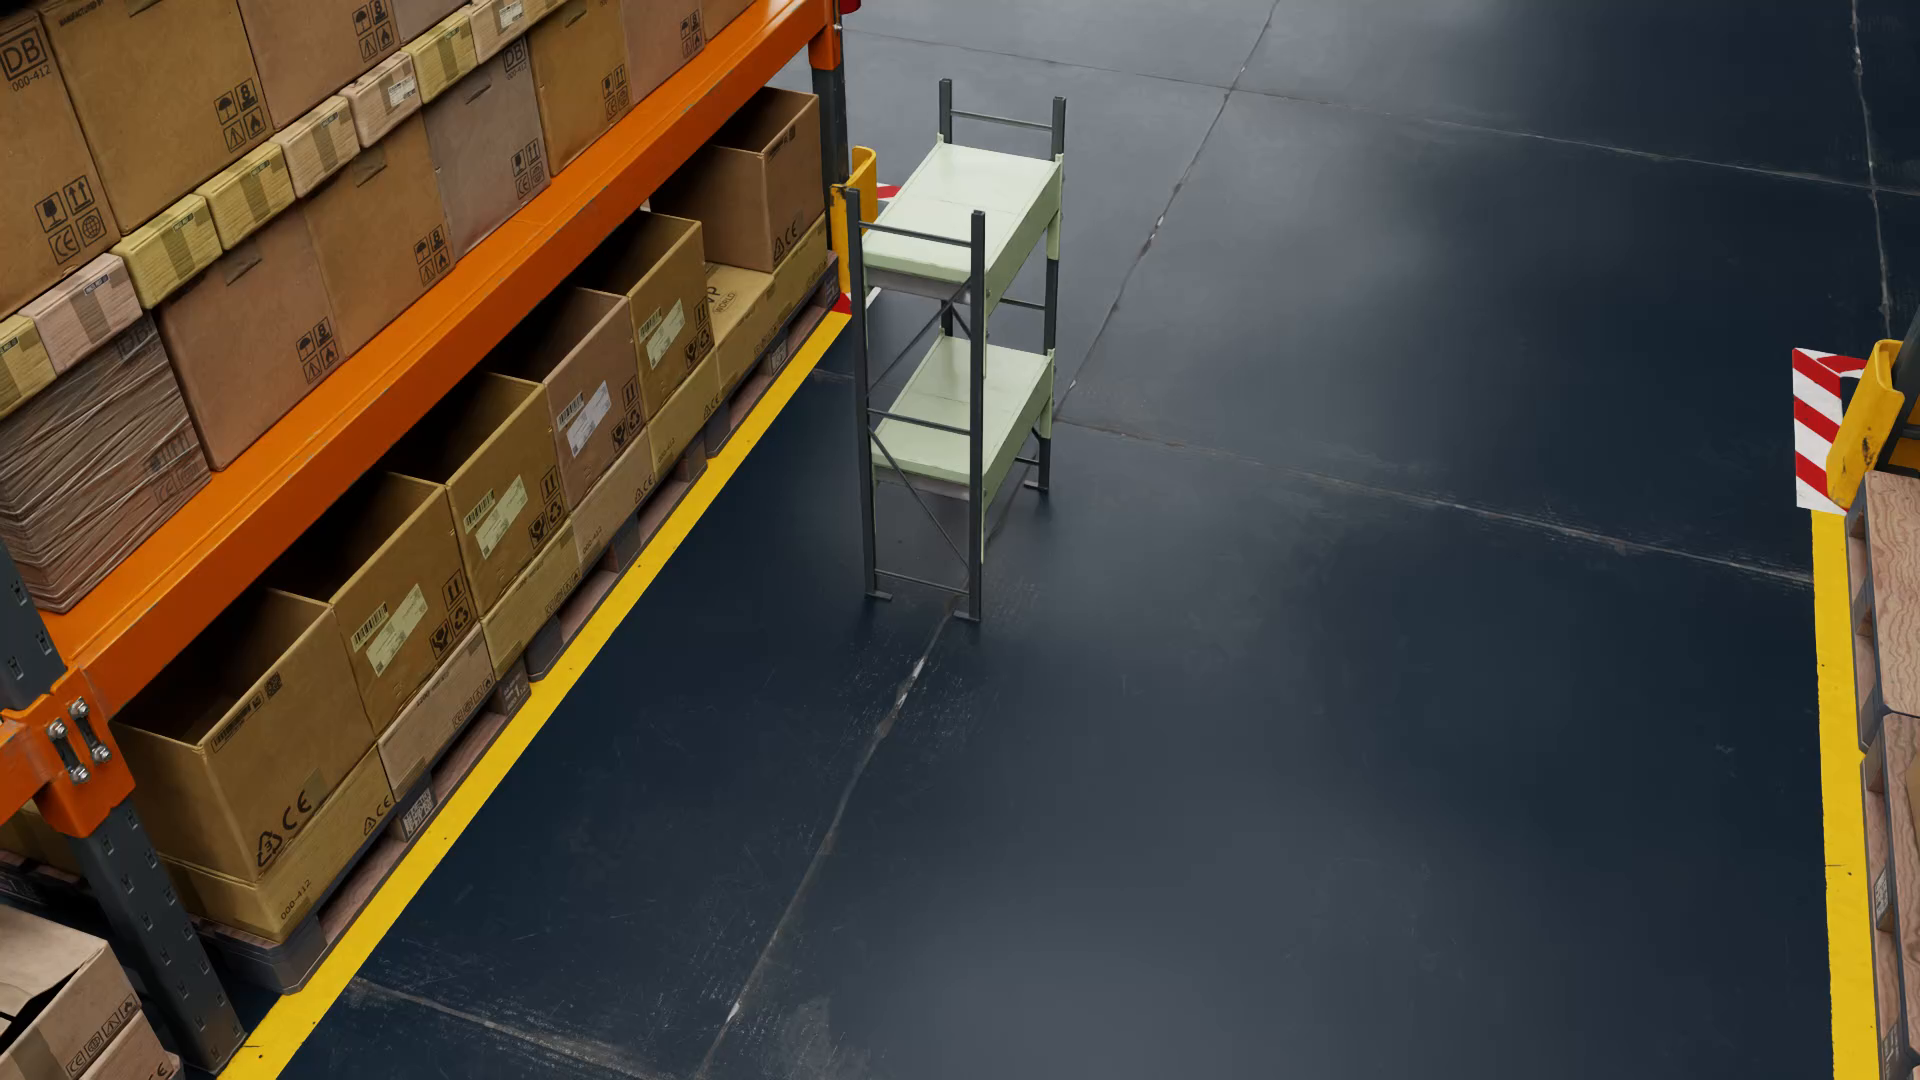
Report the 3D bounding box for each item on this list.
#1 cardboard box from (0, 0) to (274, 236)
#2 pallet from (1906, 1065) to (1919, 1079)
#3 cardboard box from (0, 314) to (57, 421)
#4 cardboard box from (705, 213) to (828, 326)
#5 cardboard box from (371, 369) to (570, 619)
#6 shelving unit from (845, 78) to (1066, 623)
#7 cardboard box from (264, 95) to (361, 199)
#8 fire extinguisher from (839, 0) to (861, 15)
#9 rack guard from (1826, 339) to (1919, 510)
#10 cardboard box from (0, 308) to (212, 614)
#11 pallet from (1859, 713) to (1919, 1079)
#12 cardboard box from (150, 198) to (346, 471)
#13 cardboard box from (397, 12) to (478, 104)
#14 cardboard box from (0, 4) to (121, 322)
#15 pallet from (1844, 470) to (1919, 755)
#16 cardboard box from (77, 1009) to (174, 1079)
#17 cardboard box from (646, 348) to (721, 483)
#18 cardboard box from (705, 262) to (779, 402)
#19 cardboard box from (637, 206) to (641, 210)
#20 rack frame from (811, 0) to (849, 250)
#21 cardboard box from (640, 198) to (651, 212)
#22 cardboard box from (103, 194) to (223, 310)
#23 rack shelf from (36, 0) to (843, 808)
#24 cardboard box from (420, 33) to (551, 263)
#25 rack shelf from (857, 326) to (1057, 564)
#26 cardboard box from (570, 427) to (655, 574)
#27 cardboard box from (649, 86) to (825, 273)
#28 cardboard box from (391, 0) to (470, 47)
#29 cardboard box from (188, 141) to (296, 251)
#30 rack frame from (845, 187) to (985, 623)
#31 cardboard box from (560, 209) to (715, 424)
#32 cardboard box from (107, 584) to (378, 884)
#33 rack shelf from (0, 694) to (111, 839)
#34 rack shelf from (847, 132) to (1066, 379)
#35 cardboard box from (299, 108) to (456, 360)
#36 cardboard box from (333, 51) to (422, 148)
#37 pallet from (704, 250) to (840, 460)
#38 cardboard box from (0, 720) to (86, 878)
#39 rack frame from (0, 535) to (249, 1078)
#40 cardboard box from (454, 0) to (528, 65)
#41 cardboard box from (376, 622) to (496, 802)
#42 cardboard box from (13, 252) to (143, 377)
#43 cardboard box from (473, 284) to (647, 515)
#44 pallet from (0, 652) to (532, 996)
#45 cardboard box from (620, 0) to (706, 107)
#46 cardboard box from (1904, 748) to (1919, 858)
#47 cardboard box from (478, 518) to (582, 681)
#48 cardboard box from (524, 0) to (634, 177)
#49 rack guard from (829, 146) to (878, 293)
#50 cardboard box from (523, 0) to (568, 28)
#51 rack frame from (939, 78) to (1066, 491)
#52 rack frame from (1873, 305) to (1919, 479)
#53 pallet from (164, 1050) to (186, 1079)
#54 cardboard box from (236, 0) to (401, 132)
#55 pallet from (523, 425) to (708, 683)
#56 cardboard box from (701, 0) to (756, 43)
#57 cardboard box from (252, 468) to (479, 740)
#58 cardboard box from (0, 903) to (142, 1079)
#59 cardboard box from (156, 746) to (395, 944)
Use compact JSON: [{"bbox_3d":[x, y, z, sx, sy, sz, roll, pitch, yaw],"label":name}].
[{"bbox_3d":[-1.994,-1.054,3.598,0.700,0.500,0.500,13,42,15],"label":"cardboard box"},{"bbox_3d":[2.541,1.799,3.479,1.003,0.211,1.213,13,42,15],"label":"pallet"},{"bbox_3d":[-2.038,-0.348,3.270,0.380,0.149,0.250,13,42,15],"label":"cardboard box"},{"bbox_3d":[-0.850,-1.103,6.526,0.500,0.250,0.500,13,42,15],"label":"cardboard box"},{"bbox_3d":[-1.517,-0.164,4.849,0.500,0.500,0.500,13,42,15],"label":"cardboard box"},{"bbox_3d":[0.002,-0.575,5.268,0.431,1.500,0.755,13,42,15],"label":"shelving unit"},{"bbox_3d":[-1.689,-0.971,4.000,0.380,0.149,0.250,12,42,14],"label":"cardboard box"},{"bbox_3d":[-0.467,-2.321,6.219,0.296,0.674,0.183,13,42,15],"label":"fire extinguisher"},{"bbox_3d":[3.687,-0.287,5.701,1.175,0.500,0.348,13,42,15],"label":"rack guard"},{"bbox_3d":[-2.166,-0.252,3.657,0.700,0.500,0.500,12,42,14],"label":"cardboard box"},{"bbox_3d":[2.957,1.052,4.354,1.003,0.211,1.213,13,42,15],"label":"pallet"},{"bbox_3d":[-1.992,-0.575,4.036,0.700,0.500,0.500,13,42,15],"label":"cardboard box"},{"bbox_3d":[-1.511,-1.293,4.378,0.380,0.149,0.250,13,42,15],"label":"cardboard box"},{"bbox_3d":[-2.166,-0.745,3.236,0.700,0.500,0.500,13,42,15],"label":"cardboard box"},{"bbox_3d":[3.376,0.310,5.223,1.003,0.211,1.213,13,42,15],"label":"pallet"},{"bbox_3d":[-2.181,1.262,3.755,0.500,0.250,0.500,13,42,15],"label":"cardboard box"},{"bbox_3d":[-1.179,-0.490,5.808,0.500,0.250,0.500,13,42,15],"label":"cardboard box"},{"bbox_3d":[-1.009,-0.795,6.166,0.500,0.250,0.500,13,42,15],"label":"cardboard box"},{"bbox_3d":[-1.505,-1.197,6.060,0.500,0.500,0.500,13,42,15],"label":"cardboard box"},{"bbox_3d":[-0.944,-2.382,6.230,1.000,3.000,0.127,13,42,15],"label":"rack frame"},{"bbox_3d":[-1.336,-1.218,6.661,0.500,0.250,0.500,13,42,15],"label":"cardboard box"},{"bbox_3d":[-1.865,-0.659,3.634,0.380,0.149,0.250,12,42,14],"label":"cardboard box"},{"bbox_3d":[-1.628,-0.888,5.034,1.077,0.370,4.000,13,42,15],"label":"rack shelf"},{"bbox_3d":[-1.642,-1.193,4.760,0.700,0.500,0.500,15,43,16],"label":"cardboard box"},{"bbox_3d":[0.002,-0.327,5.480,0.431,0.370,0.720,13,42,15],"label":"rack shelf"},{"bbox_3d":[-1.351,-0.185,5.451,0.500,0.250,0.500,13,42,15],"label":"cardboard box"},{"bbox_3d":[-0.848,-1.387,6.282,0.500,0.500,0.500,13,42,15],"label":"cardboard box"},{"bbox_3d":[-1.651,-1.664,4.312,0.700,0.500,0.500,13,42,15],"label":"cardboard box"},{"bbox_3d":[-1.777,-0.819,3.822,0.380,0.149,0.250,13,42,15],"label":"cardboard box"},{"bbox_3d":[-0.123,-0.351,5.006,0.400,1.500,0.023,13,42,15],"label":"rack frame"},{"bbox_3d":[-1.176,-0.774,5.564,0.500,0.500,0.500,13,42,15],"label":"cardboard box"},{"bbox_3d":[-1.859,0.446,4.134,0.500,0.500,0.500,13,42,15],"label":"cardboard box"},{"bbox_3d":[-2.996,1.552,2.174,1.077,0.370,4.000,13,42,15],"label":"rack shelf"},{"bbox_3d":[0.002,-0.872,5.015,0.431,0.370,0.720,13,42,15],"label":"rack shelf"},{"bbox_3d":[-1.816,-0.880,4.394,0.700,0.500,0.500,14,42,16],"label":"cardboard box"},{"bbox_3d":[-1.601,-1.134,4.192,0.380,0.149,0.250,12,42,14],"label":"cardboard box"},{"bbox_3d":[-1.166,-0.845,6.578,1.003,0.211,1.213,13,42,15],"label":"pallet"},{"bbox_3d":[-2.358,0.613,4.515,0.500,0.250,0.500,13,42,15],"label":"cardboard box"},{"bbox_3d":[-2.312,0.058,3.371,1.000,3.000,0.127,13,42,15],"label":"rack frame"},{"bbox_3d":[-1.424,-1.444,4.555,0.380,0.149,0.250,13,42,14],"label":"cardboard box"},{"bbox_3d":[-1.692,0.425,4.736,0.500,0.250,0.500,13,42,15],"label":"cardboard box"},{"bbox_3d":[-1.952,-0.501,3.449,0.380,0.149,0.250,14,42,16],"label":"cardboard box"},{"bbox_3d":[-1.348,-0.470,5.206,0.500,0.500,0.500,13,42,15],"label":"cardboard box"},{"bbox_3d":[-2.000,0.643,4.833,1.003,0.211,1.213,13,42,15],"label":"pallet"},{"bbox_3d":[-1.291,-1.816,5.491,0.700,0.500,0.500,14,43,16],"label":"cardboard box"},{"bbox_3d":[2.899,0.685,4.223,0.700,0.500,0.500,11,42,12],"label":"cardboard box"},{"bbox_3d":[-1.517,0.121,5.092,0.500,0.250,0.500,13,42,15],"label":"cardboard box"},{"bbox_3d":[-1.466,-1.515,5.137,0.700,0.500,0.500,14,42,15],"label":"cardboard box"},{"bbox_3d":[-0.936,-1.445,7.059,1.175,0.500,0.348,13,42,15],"label":"rack guard"},{"bbox_3d":[-1.337,-1.601,4.739,0.380,0.149,0.250,14,43,16],"label":"cardboard box"},{"bbox_3d":[0.127,-0.798,5.530,0.400,1.500,0.023,13,42,15],"label":"rack frame"},{"bbox_3d":[3.713,-1.284,4.944,1.000,3.000,0.127,13,42,15],"label":"rack frame"},{"bbox_3d":[-2.527,1.577,3.739,1.003,0.211,1.213,13,42,15],"label":"pallet"},{"bbox_3d":[-1.822,-1.359,3.956,0.700,0.500,0.500,13,42,15],"label":"cardboard box"},{"bbox_3d":[-1.585,-0.103,5.709,1.003,0.211,1.213,13,42,15],"label":"pallet"},{"bbox_3d":[-1.115,-2.138,5.867,0.700,0.500,0.500,13,42,15],"label":"cardboard box"},{"bbox_3d":[-1.695,0.139,4.493,0.500,0.500,0.500,13,42,15],"label":"cardboard box"},{"bbox_3d":[-2.181,1.042,3.581,0.500,0.311,0.500,13,42,15],"label":"cardboard box"},{"bbox_3d":[-1.868,0.729,4.380,0.500,0.250,0.500,13,42,15],"label":"cardboard box"}]
